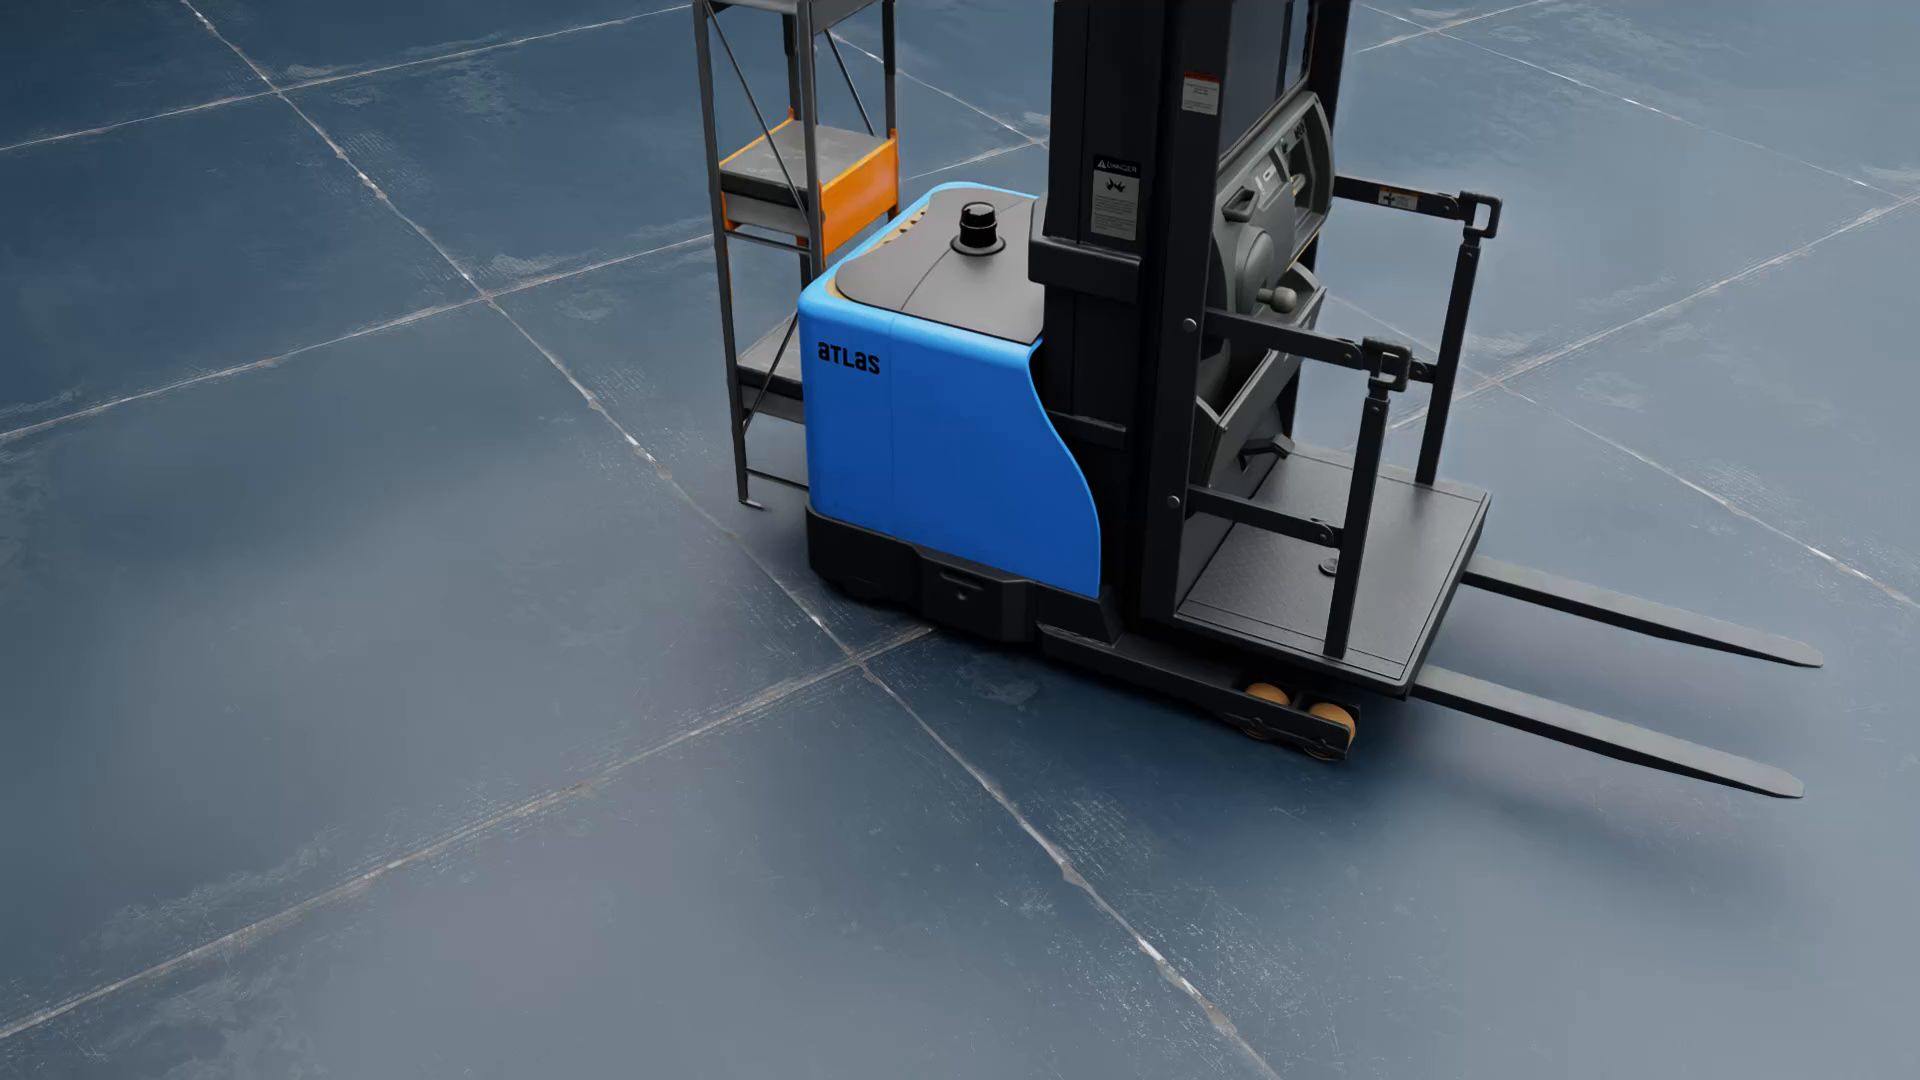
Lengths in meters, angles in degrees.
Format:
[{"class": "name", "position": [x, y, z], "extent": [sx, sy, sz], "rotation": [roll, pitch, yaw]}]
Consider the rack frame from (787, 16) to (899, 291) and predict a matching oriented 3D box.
[{"class": "rack frame", "position": [-0.383, -1.189, 5.605], "extent": [0.400, 2.100, 0.015], "rotation": [17, 39, 22]}]

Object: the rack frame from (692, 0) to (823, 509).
[{"class": "rack frame", "position": [-0.608, -0.936, 5.253], "extent": [0.400, 2.100, 0.015], "rotation": [17, 39, 22]}]

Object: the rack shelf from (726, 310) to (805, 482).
[{"class": "rack shelf", "position": [-0.496, -0.483, 5.846], "extent": [0.431, 0.518, 0.480], "rotation": [17, 39, 22]}]

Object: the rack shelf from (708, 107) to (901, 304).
[{"class": "rack shelf", "position": [-0.496, -1.052, 5.437], "extent": [0.431, 0.518, 0.480], "rotation": [17, 39, 22]}]

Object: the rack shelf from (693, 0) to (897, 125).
[{"class": "rack shelf", "position": [-0.496, -1.620, 5.029], "extent": [0.431, 0.518, 0.480], "rotation": [17, 39, 22]}]

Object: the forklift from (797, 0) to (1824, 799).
[{"class": "forklift", "position": [1.047, -0.903, 4.495], "extent": [3.031, 2.935, 1.130], "rotation": [17, 39, 22]}]

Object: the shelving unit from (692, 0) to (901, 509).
[{"class": "shelving unit", "position": [-0.496, -1.063, 5.429], "extent": [0.431, 2.100, 0.503], "rotation": [17, 39, 22]}]
